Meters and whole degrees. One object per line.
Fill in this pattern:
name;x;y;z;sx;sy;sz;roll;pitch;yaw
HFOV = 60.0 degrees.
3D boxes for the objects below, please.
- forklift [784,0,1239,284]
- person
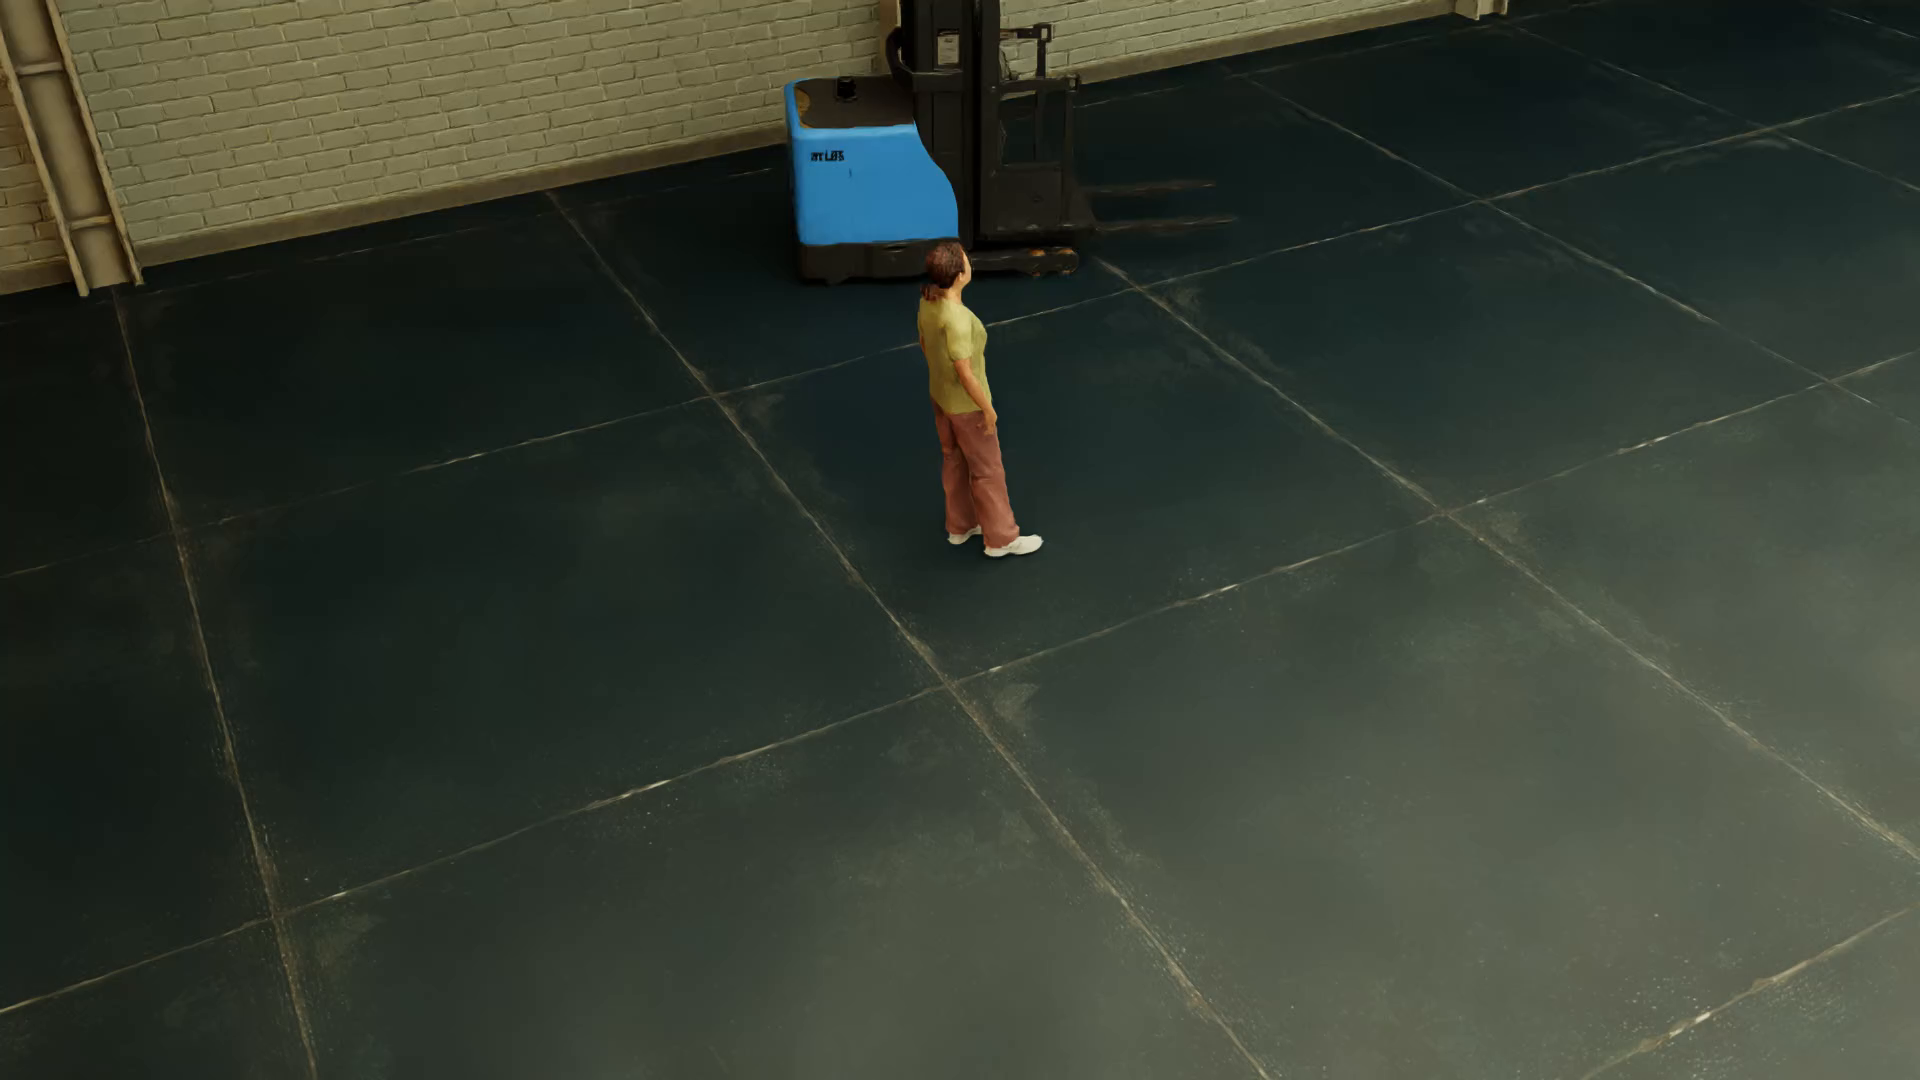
forklift;0.364;-3.272;10.751;3.031;2.935;1.130;-5;36;-7
person;0.071;-0.700;8.198;0.548;1.663;0.554;-17;39;-23
